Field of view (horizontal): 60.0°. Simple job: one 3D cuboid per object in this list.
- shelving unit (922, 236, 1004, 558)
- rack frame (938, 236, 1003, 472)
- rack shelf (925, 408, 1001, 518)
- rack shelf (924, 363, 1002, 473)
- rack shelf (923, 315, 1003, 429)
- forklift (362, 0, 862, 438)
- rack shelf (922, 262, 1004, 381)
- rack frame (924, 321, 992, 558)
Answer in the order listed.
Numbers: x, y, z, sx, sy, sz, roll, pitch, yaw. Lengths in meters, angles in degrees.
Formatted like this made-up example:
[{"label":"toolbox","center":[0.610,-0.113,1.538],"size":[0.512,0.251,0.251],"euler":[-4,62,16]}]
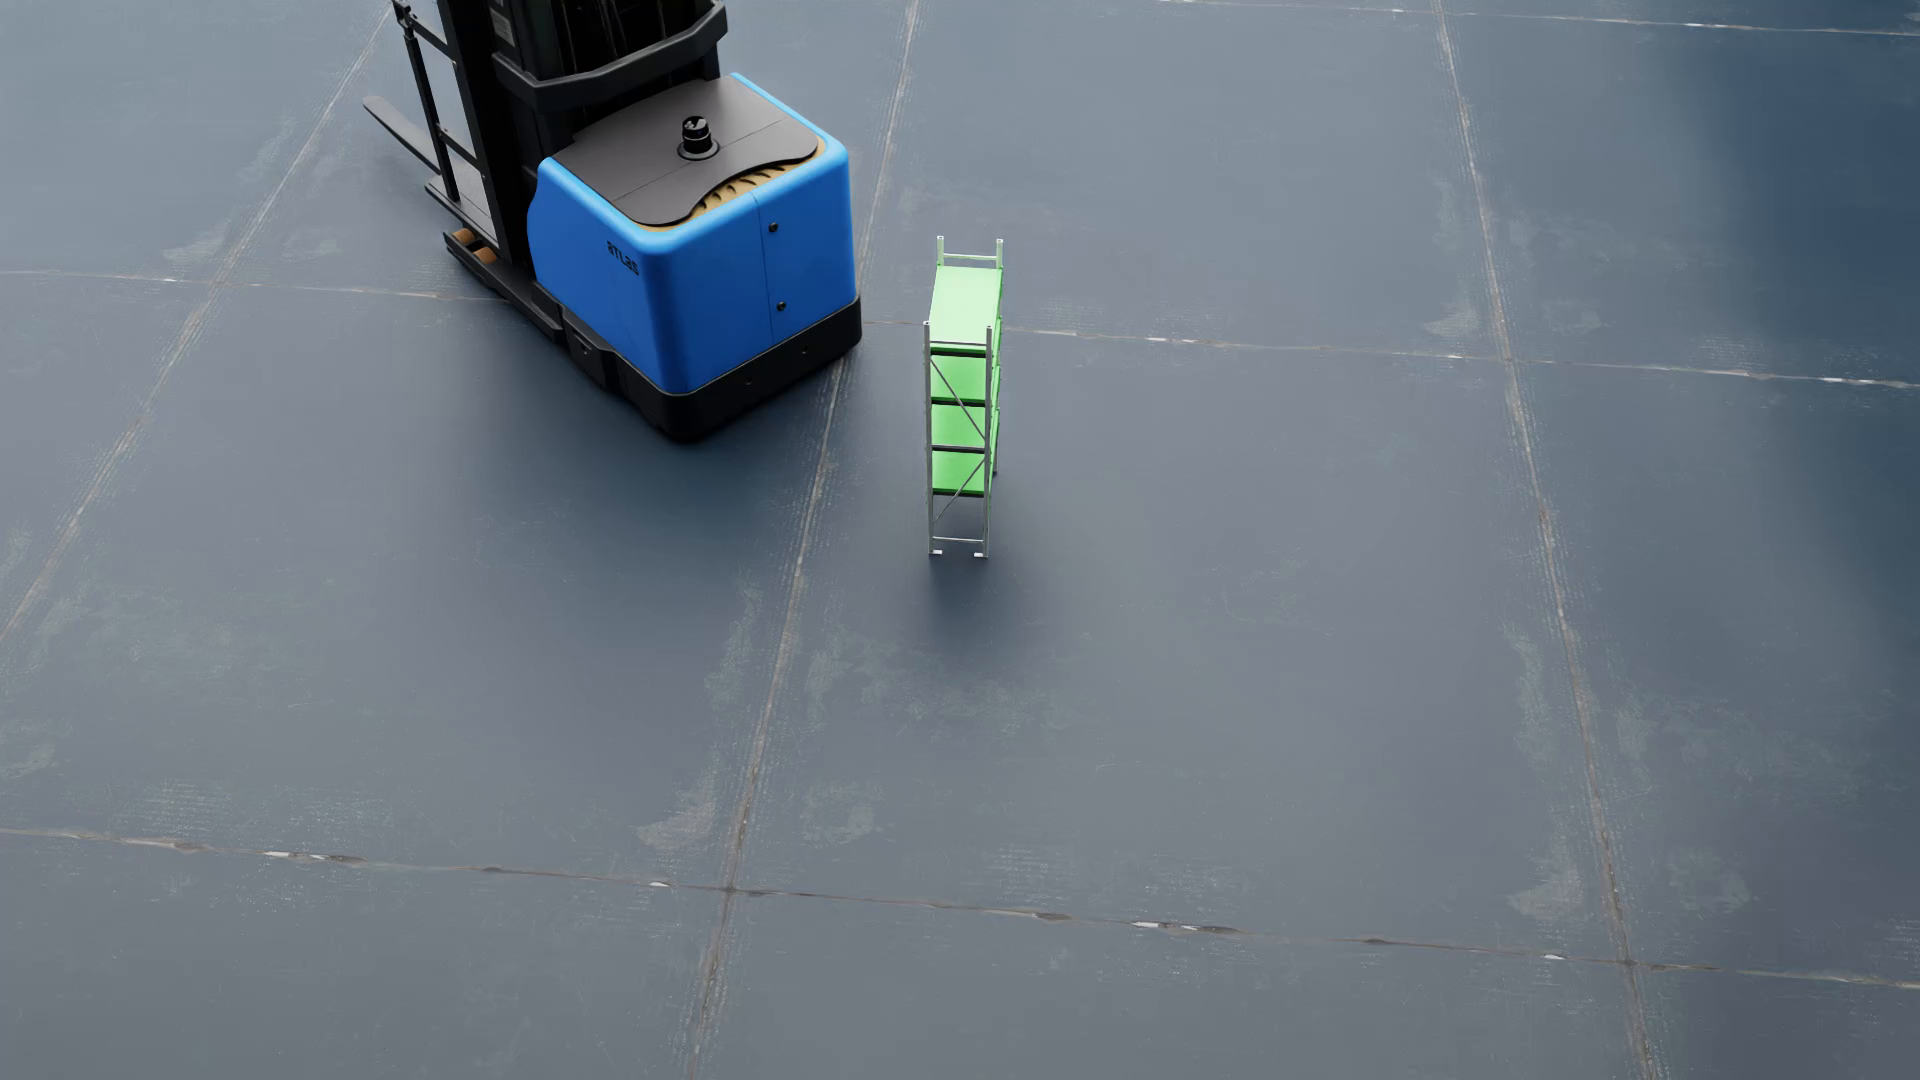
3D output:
[{"label":"shelving unit","center":[0.015,-0.527,6.419],"size":[0.258,1.200,0.503],"euler":[4,48,4]},{"label":"rack frame","center":[0.037,-0.706,6.583],"size":[0.240,1.200,0.015],"euler":[4,48,4]},{"label":"rack shelf","center":[0.015,-0.321,6.643],"size":[0.258,0.148,0.480],"euler":[4,48,4]},{"label":"rack shelf","center":[0.015,-0.483,6.466],"size":[0.258,0.148,0.480],"euler":[4,48,4]},{"label":"rack shelf","center":[0.015,-0.645,6.289],"size":[0.258,0.148,0.480],"euler":[4,48,4]},{"label":"forklift","center":[-1.801,-2.429,6.986],"size":[1.130,2.935,3.031],"euler":[-34,56,-27]},{"label":"rack shelf","center":[0.015,-0.807,6.111],"size":[0.258,0.148,0.480],"euler":[4,48,4]},{"label":"rack frame","center":[-0.007,-0.347,6.255],"size":[0.240,1.200,0.015],"euler":[4,48,4]}]
